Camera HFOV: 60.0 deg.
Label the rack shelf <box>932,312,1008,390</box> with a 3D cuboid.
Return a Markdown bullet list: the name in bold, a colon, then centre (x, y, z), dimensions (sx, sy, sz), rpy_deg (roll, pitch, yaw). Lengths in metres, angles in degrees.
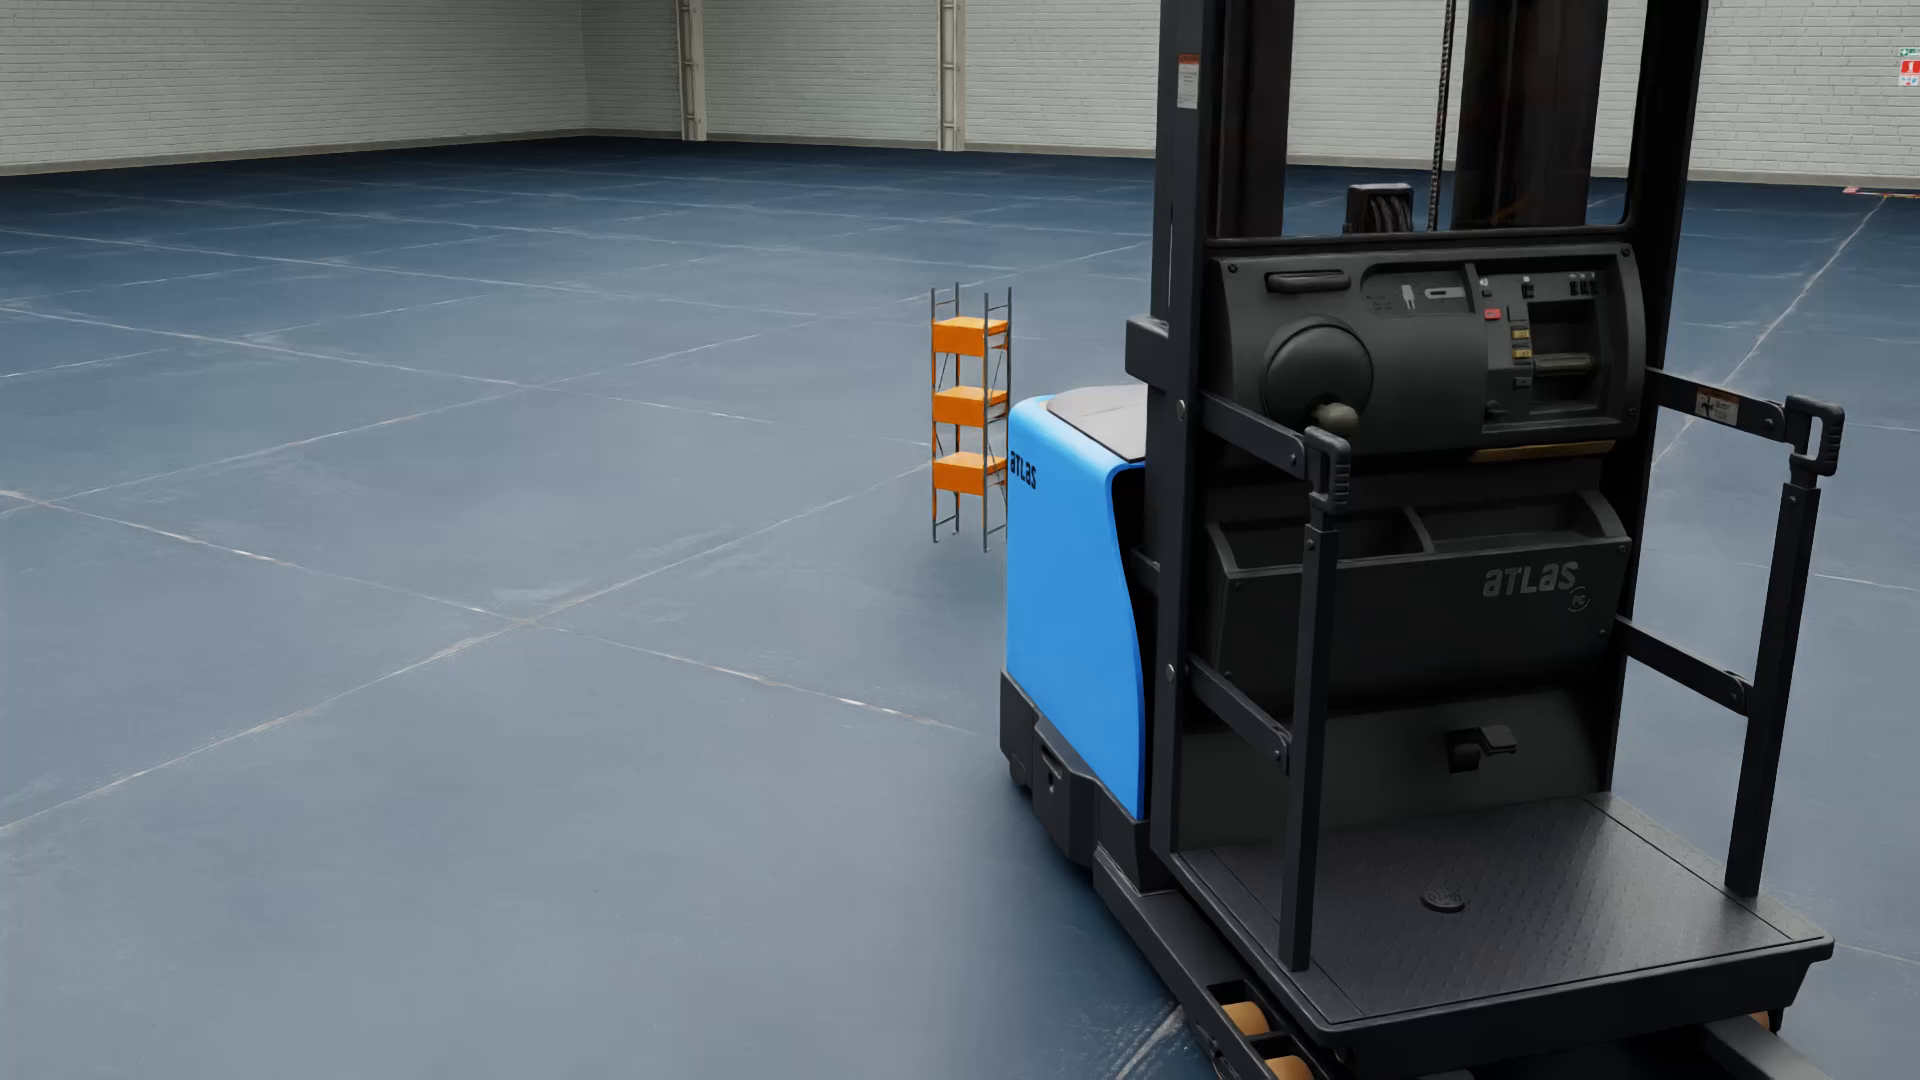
- **rack shelf**: centre (0.046, -0.756, 6.622), dimensions (0.240, 0.259, 0.215), rpy_deg (10, 20, 30)

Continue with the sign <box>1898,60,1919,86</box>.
- **sign**: centre (12.680, -6.237, 22.193), dimensions (0.234, 0.329, 0.001), rpy_deg (10, 20, 30)

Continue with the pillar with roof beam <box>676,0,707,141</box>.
- **pillar with roof beam**: centre (-7.521, -11.180, 28.204), dimensions (0.400, 9.000, 9.100), rpy_deg (10, 20, 30)

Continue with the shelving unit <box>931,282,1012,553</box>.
- **shelving unit**: centre (0.046, -0.494, 6.702), dimensions (0.252, 1.050, 0.215), rpy_deg (10, 20, 30)

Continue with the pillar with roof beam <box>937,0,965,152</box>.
- **pillar with roof beam**: centre (-2.408, -10.268, 25.200), dimensions (0.400, 9.000, 9.100), rpy_deg (10, 20, 30)

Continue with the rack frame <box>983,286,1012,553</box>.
- **rack frame**: centre (0.150, -0.476, 6.641), dimensions (0.008, 1.050, 0.200), rpy_deg (10, 20, 30)

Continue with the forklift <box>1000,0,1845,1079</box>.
- **forklift**: centre (1.014, -0.389, 3.120), dimensions (1.130, 2.935, 3.031), rpy_deg (-5, 18, -16)

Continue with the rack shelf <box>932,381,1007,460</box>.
- **rack shelf**: centre (0.046, -0.484, 6.705), dimensions (0.240, 0.259, 0.215), rpy_deg (10, 20, 30)

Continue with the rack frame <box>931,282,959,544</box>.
- **rack frame**: centre (-0.058, -0.513, 6.763), dimensions (0.008, 1.050, 0.200), rpy_deg (10, 20, 30)

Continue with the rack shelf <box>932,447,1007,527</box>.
- **rack shelf**: centre (0.046, -0.218, 6.786), dimensions (0.240, 0.259, 0.215), rpy_deg (10, 20, 30)

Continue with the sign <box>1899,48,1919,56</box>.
- **sign**: centre (12.679, -6.488, 22.106), dimensions (0.331, 0.109, 0.001), rpy_deg (10, 20, 30)
